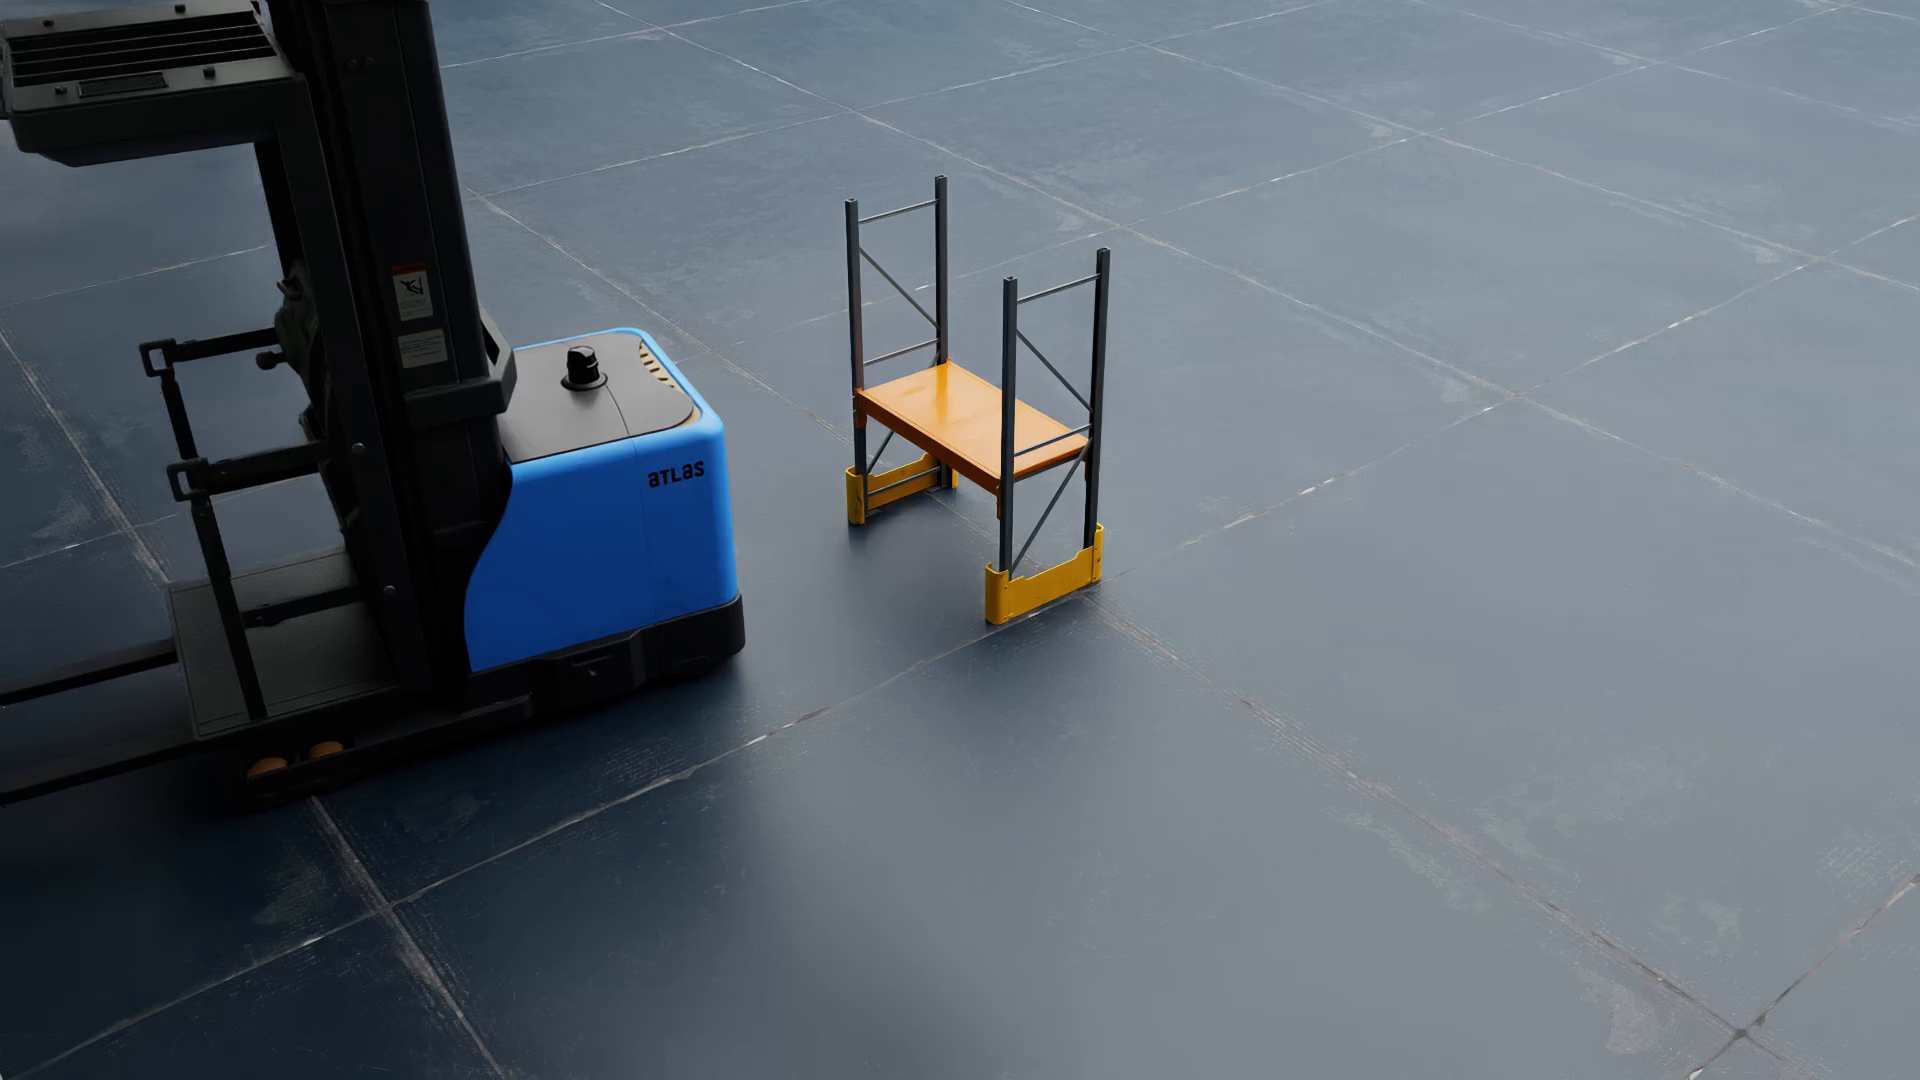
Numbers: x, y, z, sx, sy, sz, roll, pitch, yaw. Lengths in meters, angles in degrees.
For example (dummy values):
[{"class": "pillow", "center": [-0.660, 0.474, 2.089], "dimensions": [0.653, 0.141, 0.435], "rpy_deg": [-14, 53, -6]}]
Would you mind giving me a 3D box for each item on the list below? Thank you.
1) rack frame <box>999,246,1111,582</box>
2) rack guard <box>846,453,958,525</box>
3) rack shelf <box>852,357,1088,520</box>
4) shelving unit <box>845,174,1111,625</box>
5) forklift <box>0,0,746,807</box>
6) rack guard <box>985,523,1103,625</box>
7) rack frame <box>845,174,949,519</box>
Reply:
[{"class": "rack frame", "center": [0.364, -0.390, 6.563], "dimensions": [0.500, 1.500, 0.032], "rpy_deg": [-22, 38, -31]}, {"class": "rack guard", "center": [-0.259, -0.282, 7.574], "dimensions": [0.587, 0.250, 0.087], "rpy_deg": [-22, 38, -31]}, {"class": "rack shelf", "center": [0.052, -0.449, 6.999], "dimensions": [0.538, 0.185, 1.000], "rpy_deg": [-22, 38, -31]}, {"class": "shelving unit", "center": [0.047, -0.605, 6.910], "dimensions": [0.587, 1.500, 1.083], "rpy_deg": [-22, 38, -31]}, {"class": "forklift", "center": [-2.396, -0.631, 5.594], "dimensions": [3.031, 2.935, 1.130], "rpy_deg": [-15, 35, -23]}, {"class": "rack guard", "center": [0.352, 0.133, 6.905], "dimensions": [0.587, 0.250, 0.087], "rpy_deg": [-22, 38, -31]}, {"class": "rack frame", "center": [-0.259, -0.813, 7.245], "dimensions": [0.500, 1.500, 0.032], "rpy_deg": [-22, 38, -31]}]
